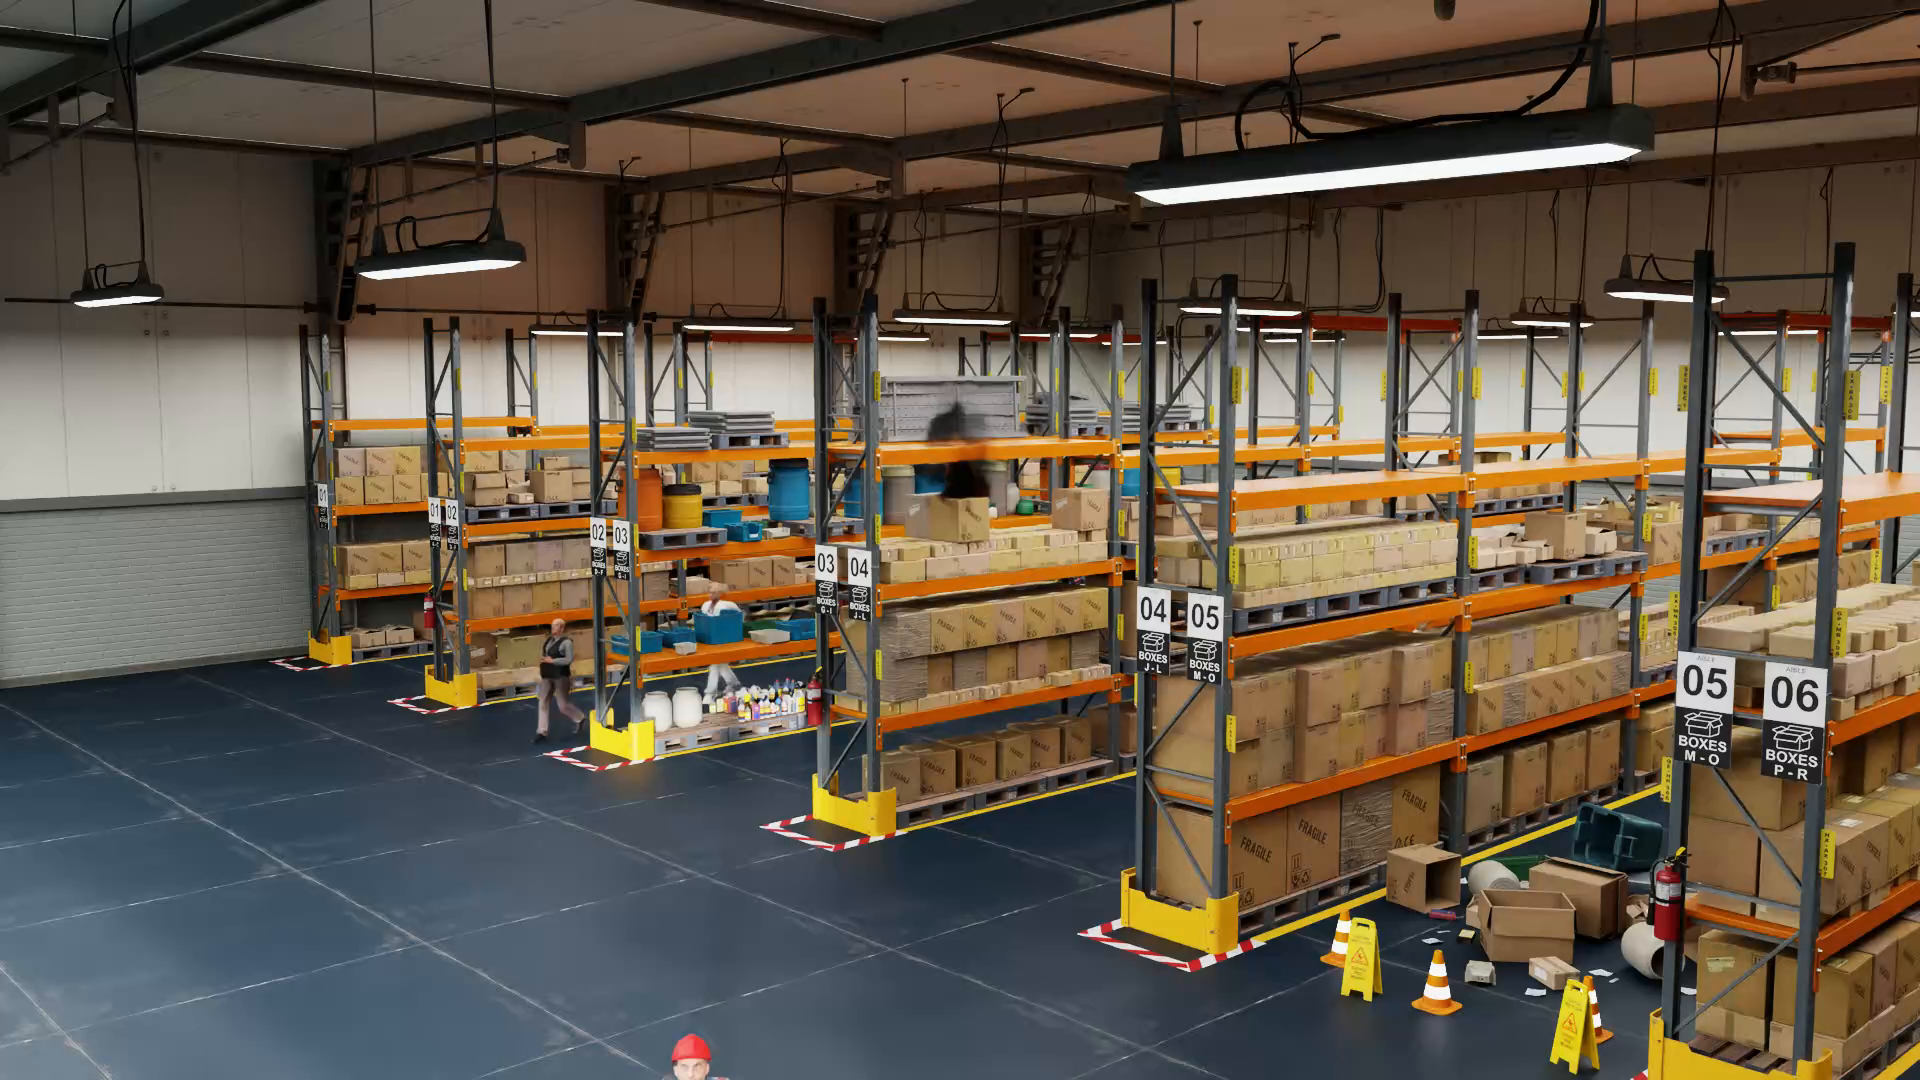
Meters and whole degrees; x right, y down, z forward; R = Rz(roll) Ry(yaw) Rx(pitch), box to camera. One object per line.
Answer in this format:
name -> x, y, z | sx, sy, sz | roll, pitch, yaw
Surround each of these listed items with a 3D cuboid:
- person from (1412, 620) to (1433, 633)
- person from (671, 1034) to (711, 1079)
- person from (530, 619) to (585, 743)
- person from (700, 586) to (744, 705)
person -> 6.671, 1.892, 23.969 | 0.675, 1.754, 0.664 | -5, 8, -41
person -> -1.391, 3.423, 8.645 | 0.661, 1.745, 0.586 | 0, 6, -1
person -> -5.681, 1.952, 23.313 | 0.661, 1.695, 0.920 | 3, 7, 31
person -> -3.821, 1.621, 26.203 | 0.696, 1.825, 0.950 | 5, 7, 38
